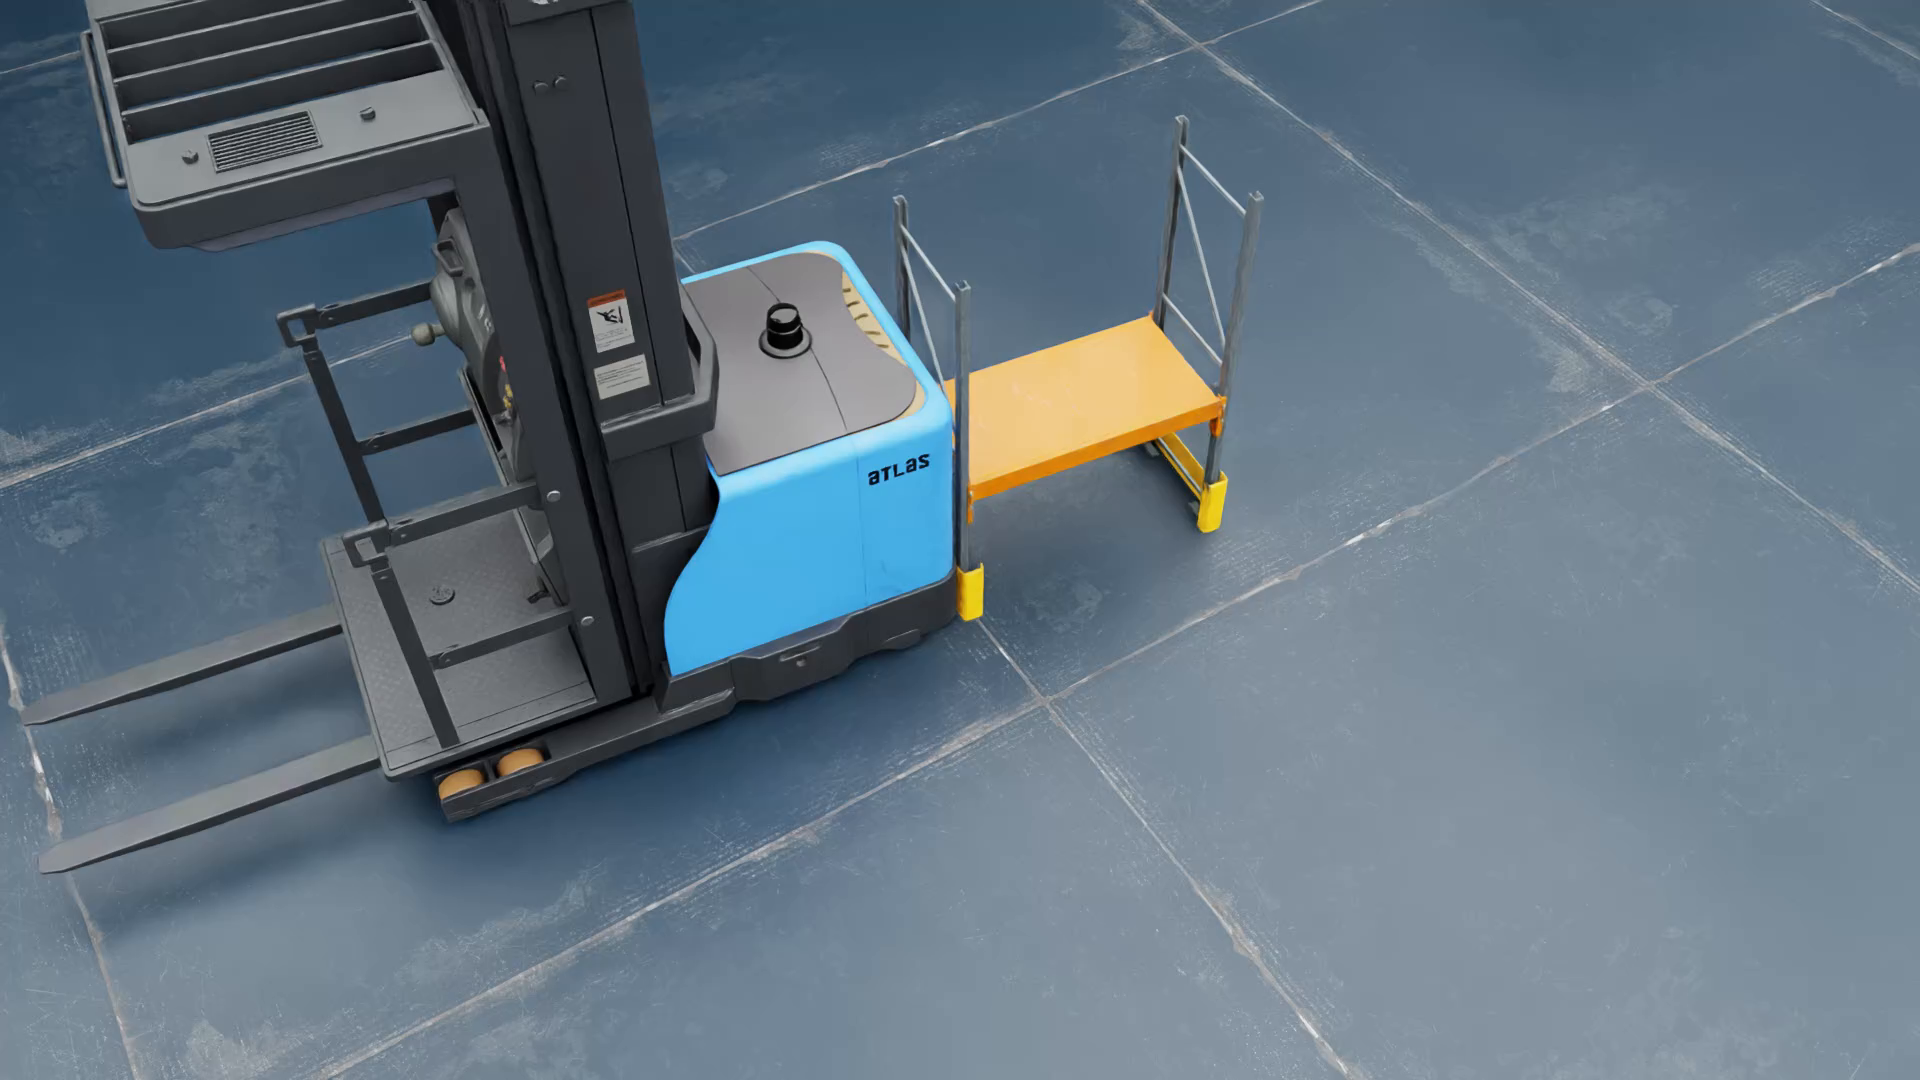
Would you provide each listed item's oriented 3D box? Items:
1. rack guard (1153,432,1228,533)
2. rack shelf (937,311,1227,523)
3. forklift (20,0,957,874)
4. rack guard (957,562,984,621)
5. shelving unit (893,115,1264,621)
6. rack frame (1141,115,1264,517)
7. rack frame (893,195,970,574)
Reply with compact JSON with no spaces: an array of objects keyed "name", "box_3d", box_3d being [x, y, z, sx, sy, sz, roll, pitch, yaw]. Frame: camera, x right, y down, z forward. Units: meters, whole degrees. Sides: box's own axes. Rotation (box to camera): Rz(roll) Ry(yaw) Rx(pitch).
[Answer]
[{"name":"rack guard","box_3d":[0.829,-0.316,6.364,0.087,0.250,0.587,-19,51,-17]},{"name":"rack shelf","box_3d":[0.370,-0.450,5.888,1.000,0.185,0.538,-19,51,-17]},{"name":"forklift","box_3d":[-1.569,-0.521,4.752,3.031,2.935,1.130,-19,51,-17]},{"name":"rack guard","box_3d":[-0.072,0.002,6.081,0.087,0.250,0.587,-19,51,-17]},{"name":"shelving unit","box_3d":[0.378,-0.573,5.756,1.083,1.500,0.587,-19,51,-17]},{"name":"rack frame","box_3d":[0.830,-0.732,5.898,0.032,1.500,0.500,-19,51,-17]},{"name":"rack frame","box_3d":[-0.089,-0.408,5.609,0.032,1.500,0.500,-19,51,-17]}]
